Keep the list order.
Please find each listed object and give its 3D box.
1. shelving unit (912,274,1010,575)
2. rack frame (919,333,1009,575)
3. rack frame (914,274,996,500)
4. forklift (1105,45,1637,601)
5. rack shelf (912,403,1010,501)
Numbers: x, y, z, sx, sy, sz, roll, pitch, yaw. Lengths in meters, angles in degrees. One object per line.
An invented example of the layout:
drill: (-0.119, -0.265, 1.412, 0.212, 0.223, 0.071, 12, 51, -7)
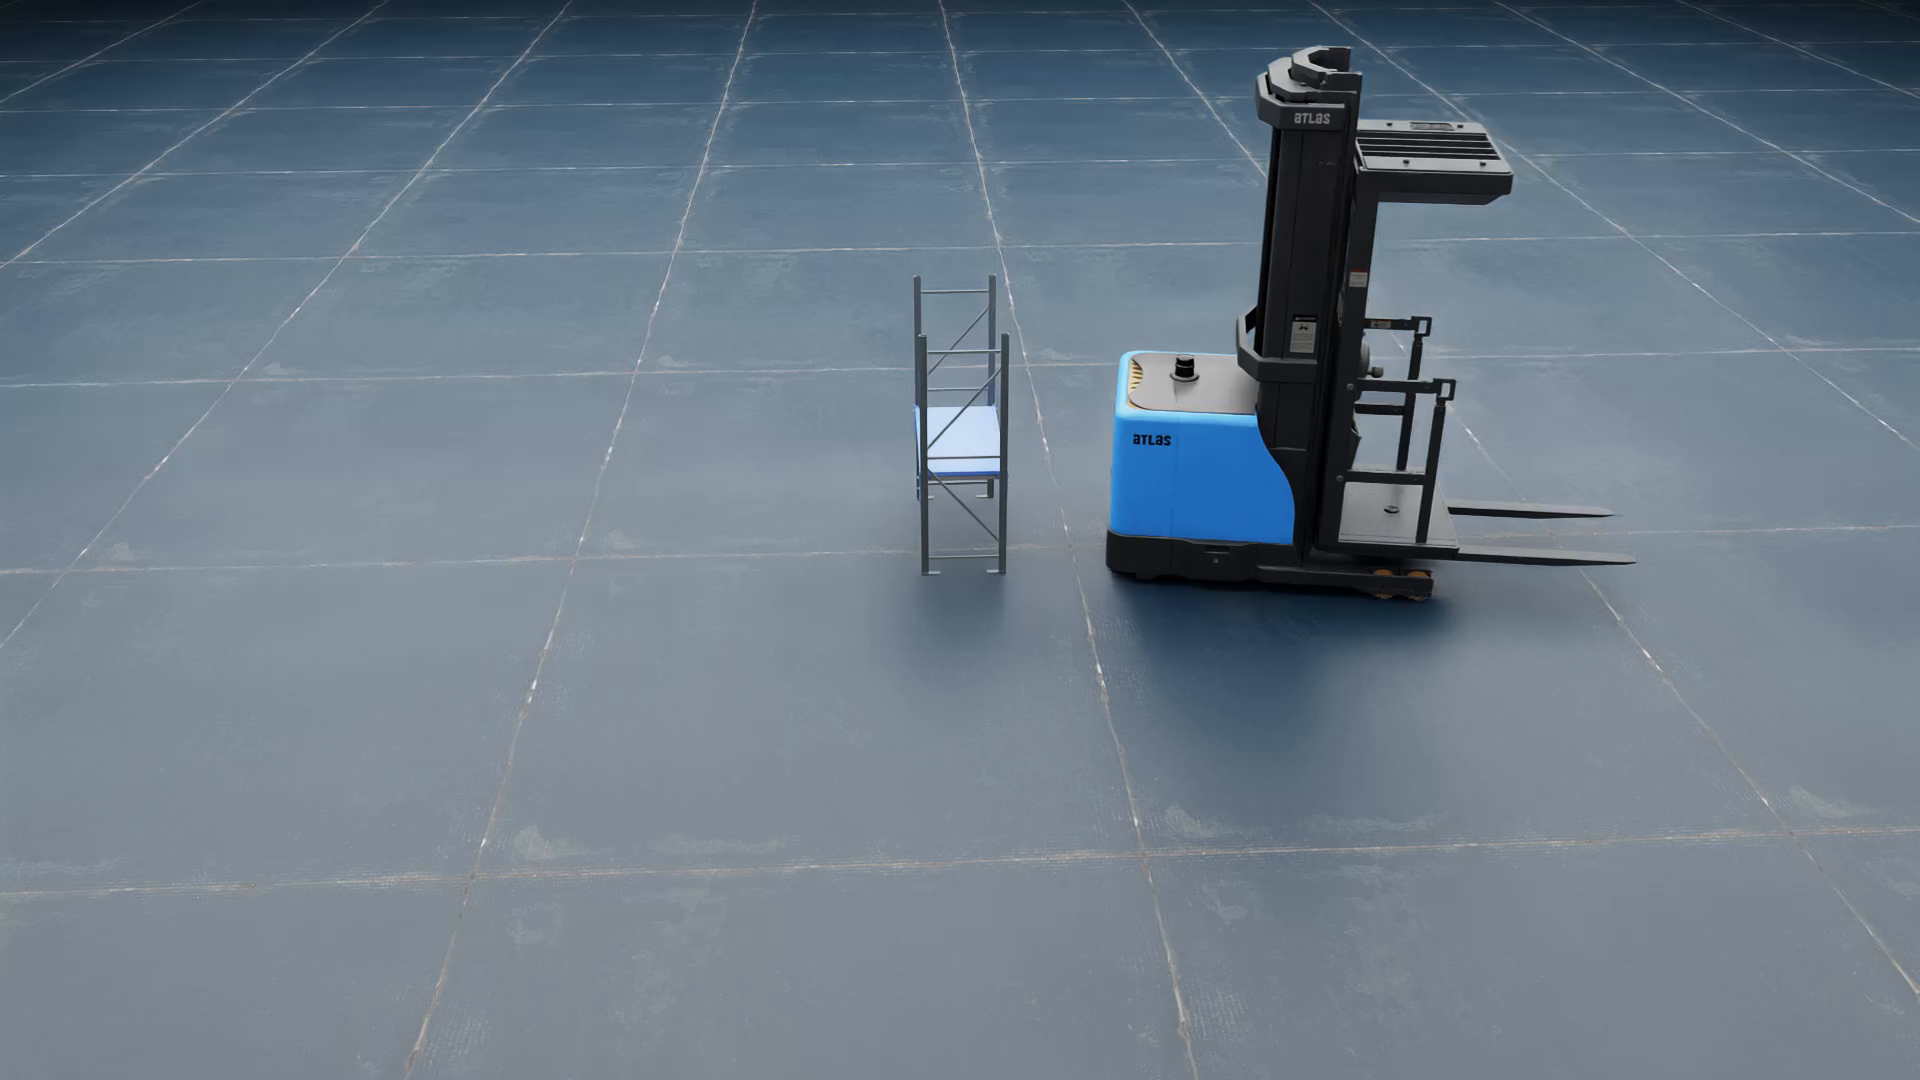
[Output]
shelving unit: (-0.004, -0.704, 9.979, 0.538, 1.500, 1.048, -1, 28, -3)
rack frame: (0.022, -0.470, 9.529, 0.500, 1.500, 0.032, -1, 28, -3)
rack frame: (-0.031, -0.939, 10.429, 0.500, 1.500, 0.032, -1, 28, -3)
forklift: (2.415, -1.211, 9.402, 3.031, 2.935, 1.130, 3, 28, 6)
rack shelf: (-0.004, -0.545, 10.062, 0.538, 0.185, 1.000, -1, 28, -3)
